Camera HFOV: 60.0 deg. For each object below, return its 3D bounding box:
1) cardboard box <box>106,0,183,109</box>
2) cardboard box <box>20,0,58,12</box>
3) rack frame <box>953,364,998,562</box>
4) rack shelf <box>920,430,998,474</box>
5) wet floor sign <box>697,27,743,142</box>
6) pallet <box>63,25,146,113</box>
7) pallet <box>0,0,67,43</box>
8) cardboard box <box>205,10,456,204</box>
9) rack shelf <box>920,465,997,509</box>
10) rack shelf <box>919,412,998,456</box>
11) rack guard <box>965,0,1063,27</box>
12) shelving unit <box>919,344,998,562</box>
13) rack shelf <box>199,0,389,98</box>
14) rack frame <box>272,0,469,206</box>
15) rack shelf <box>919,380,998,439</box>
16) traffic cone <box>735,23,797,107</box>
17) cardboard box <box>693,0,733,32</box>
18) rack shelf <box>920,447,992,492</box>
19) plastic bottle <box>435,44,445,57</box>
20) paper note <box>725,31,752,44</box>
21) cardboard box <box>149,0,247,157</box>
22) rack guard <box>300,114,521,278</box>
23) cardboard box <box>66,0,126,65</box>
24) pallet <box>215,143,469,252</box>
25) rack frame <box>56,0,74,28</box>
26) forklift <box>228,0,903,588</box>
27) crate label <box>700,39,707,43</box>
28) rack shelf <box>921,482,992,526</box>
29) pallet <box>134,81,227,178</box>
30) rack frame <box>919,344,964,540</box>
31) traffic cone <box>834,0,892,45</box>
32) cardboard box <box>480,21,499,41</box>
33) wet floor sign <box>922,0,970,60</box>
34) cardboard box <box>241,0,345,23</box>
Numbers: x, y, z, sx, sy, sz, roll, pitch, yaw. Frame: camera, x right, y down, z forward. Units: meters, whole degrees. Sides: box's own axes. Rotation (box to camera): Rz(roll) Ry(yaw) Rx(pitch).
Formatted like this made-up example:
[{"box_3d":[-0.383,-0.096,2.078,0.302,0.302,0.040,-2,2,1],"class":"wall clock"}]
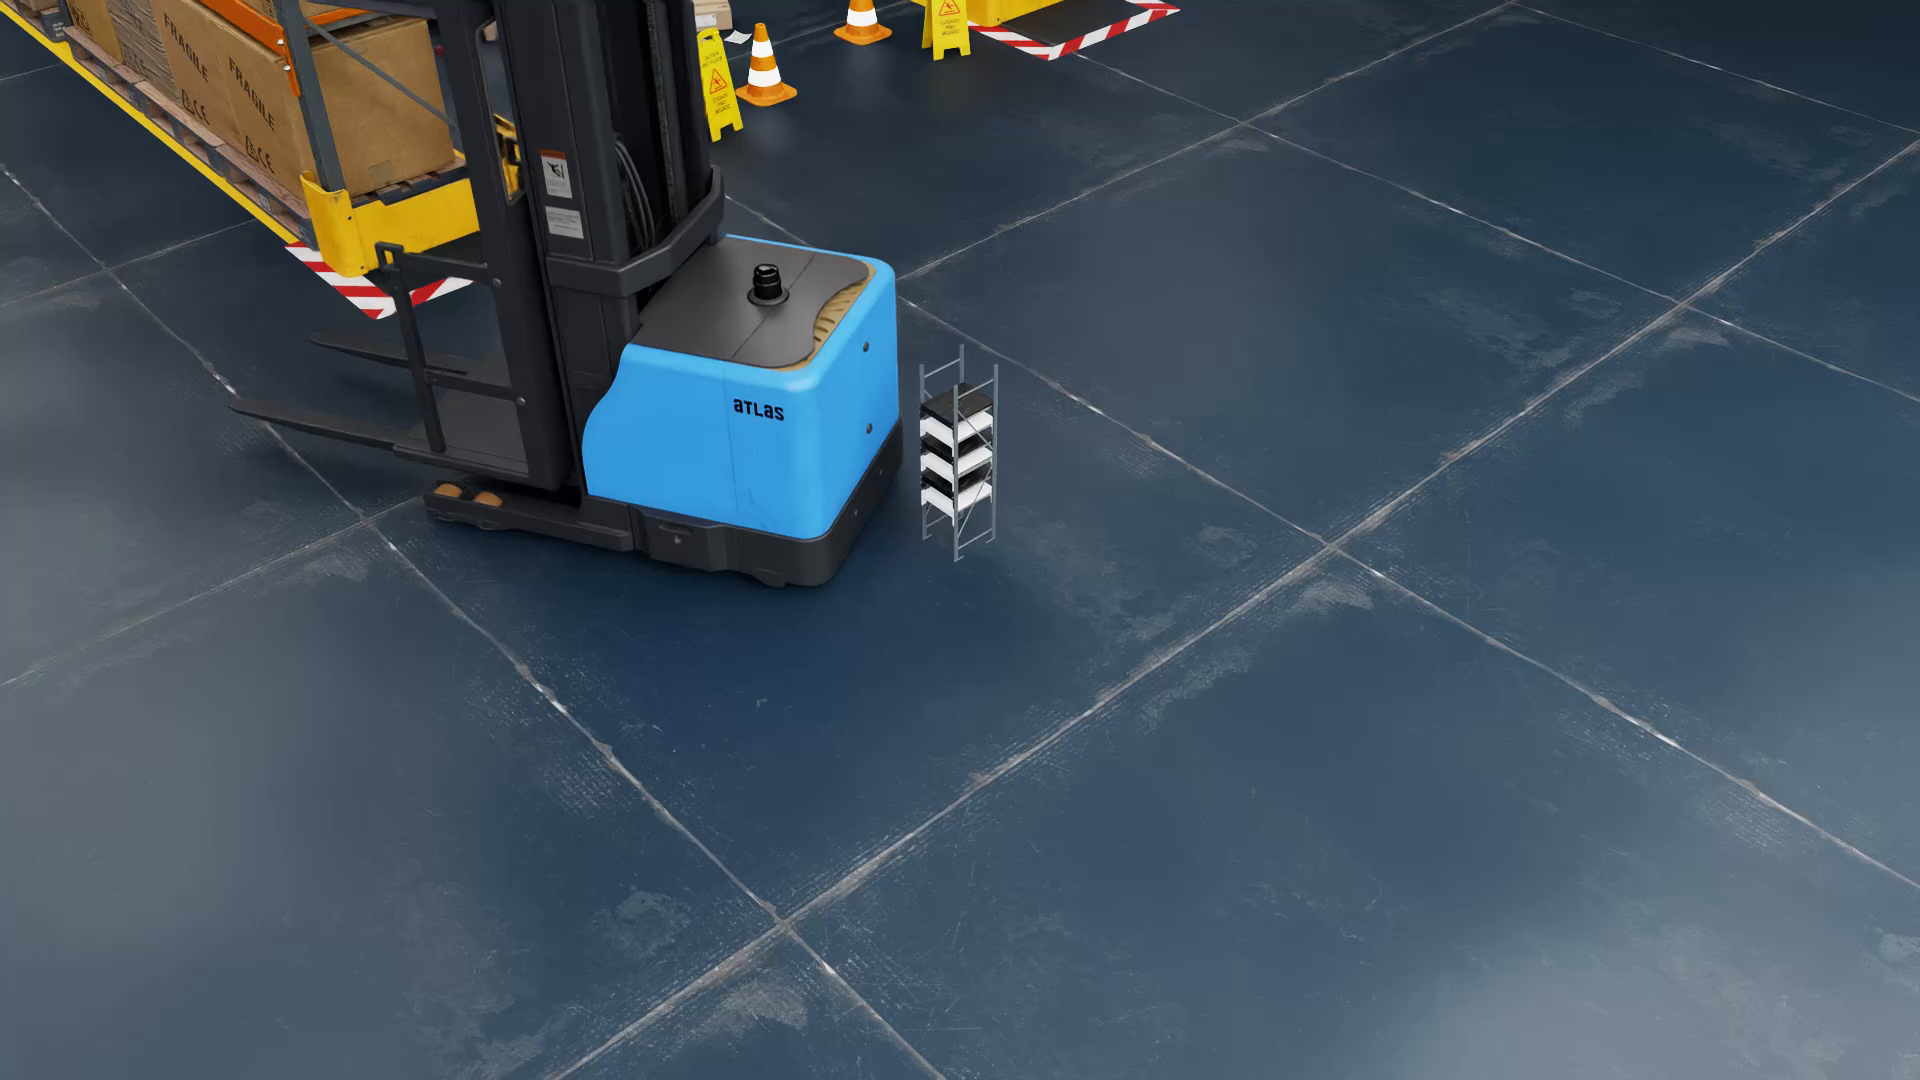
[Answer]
[{"box_3d":[-4.734,-3.361,10.381,0.875,0.875,0.875,-30,47,-31],"class":"cardboard box"},{"box_3d":[-6.206,-4.298,11.641,1.050,0.750,0.750,-30,48,-32],"class":"cardboard box"},{"box_3d":[0.063,-0.307,6.914,0.240,0.900,0.006,-30,48,-32],"class":"rack frame"},{"box_3d":[-0.005,-0.398,6.936,0.258,0.077,0.200,-30,48,-32],"class":"rack shelf"},{"box_3d":[-1.537,-2.822,10.230,0.232,0.644,0.267,26,45,28],"class":"wet floor sign"},{"box_3d":[-5.263,-3.291,11.157,1.003,0.211,1.213,-30,48,-32],"class":"pallet"},{"box_3d":[-6.297,-4.001,12.036,1.003,0.211,1.213,-30,48,-32],"class":"pallet"},{"box_3d":[-3.522,-2.532,9.355,0.875,0.875,0.875,-30,47,-32],"class":"cardboard box"},{"box_3d":[-0.005,-0.258,7.049,0.258,0.077,0.200,-30,48,-32],"class":"rack shelf"},{"box_3d":[-0.005,-0.468,6.880,0.258,0.077,0.200,-30,48,-32],"class":"rack shelf"},{"box_3d":[0.512,-4.123,11.957,1.175,0.500,0.348,-30,48,-32],"class":"rack guard"},{"box_3d":[-0.005,-0.354,6.972,0.258,0.900,0.210,-30,48,-32],"class":"shelving unit"},{"box_3d":[-4.367,-3.555,9.837,1.077,0.370,4.000,-30,48,-32],"class":"rack shelf"},{"box_3d":[-3.015,-2.910,8.465,1.000,3.000,0.127,-30,48,-32],"class":"rack frame"},{"box_3d":[-0.005,-0.538,6.823,0.258,0.077,0.200,-30,48,-32],"class":"rack shelf"},{"box_3d":[-1.266,-3.095,10.714,0.336,0.463,0.334,-30,48,-32],"class":"traffic cone"},{"box_3d":[-1.811,-3.699,11.711,0.380,0.149,0.250,-8,40,-10],"class":"cardboard box"},{"box_3d":[-0.005,-0.328,6.993,0.258,0.077,0.200,-30,48,-32],"class":"rack shelf"},{"box_3d":[-3.454,-3.389,11.398,0.133,0.061,0.283,18,42,21],"class":"plastic bottle"},{"box_3d":[-1.542,-3.496,11.555,0.142,0.019,0.148,18,42,21],"class":"paper note"},{"box_3d":[-4.119,-2.938,9.858,0.875,0.875,0.875,-31,48,-32],"class":"cardboard box"},{"box_3d":[-2.998,-1.926,9.237,1.175,0.500,0.348,-30,48,-32],"class":"rack guard"},{"box_3d":[-5.346,-3.777,10.896,0.875,0.875,0.875,-29,47,-31],"class":"cardboard box"},{"box_3d":[-3.613,-2.162,9.758,1.003,0.211,1.213,-30,48,-32],"class":"pallet"},{"box_3d":[-5.720,-4.761,10.757,1.000,3.000,0.127,-30,48,-32],"class":"rack frame"},{"box_3d":[-1.834,-1.485,6.756,3.031,2.935,1.130,12,40,14],"class":"forklift"},{"box_3d":[-1.843,-3.305,11.234,0.298,0.136,0.250,11,40,13],"class":"crate label"},{"box_3d":[-0.005,-0.188,7.106,0.258,0.077,0.200,-30,48,-32],"class":"rack shelf"},{"box_3d":[-4.434,-2.726,10.457,1.003,0.211,1.213,-30,48,-32],"class":"pallet"},{"box_3d":[-0.074,-0.401,7.030,0.240,0.900,0.006,-30,48,-32],"class":"rack frame"},{"box_3d":[-0.678,-3.724,11.492,0.336,0.463,0.334,-30,48,-32],"class":"traffic cone"},{"box_3d":[-3.201,-3.684,11.601,0.396,0.266,0.258,-22,44,-25],"class":"cardboard box"},{"box_3d":[-0.097,-3.601,11.196,0.267,0.644,0.232,-15,41,-17],"class":"wet floor sign"},{"box_3d":[-3.299,-3.120,8.607,0.875,0.550,0.550,-30,48,-32],"class":"cardboard box"}]
